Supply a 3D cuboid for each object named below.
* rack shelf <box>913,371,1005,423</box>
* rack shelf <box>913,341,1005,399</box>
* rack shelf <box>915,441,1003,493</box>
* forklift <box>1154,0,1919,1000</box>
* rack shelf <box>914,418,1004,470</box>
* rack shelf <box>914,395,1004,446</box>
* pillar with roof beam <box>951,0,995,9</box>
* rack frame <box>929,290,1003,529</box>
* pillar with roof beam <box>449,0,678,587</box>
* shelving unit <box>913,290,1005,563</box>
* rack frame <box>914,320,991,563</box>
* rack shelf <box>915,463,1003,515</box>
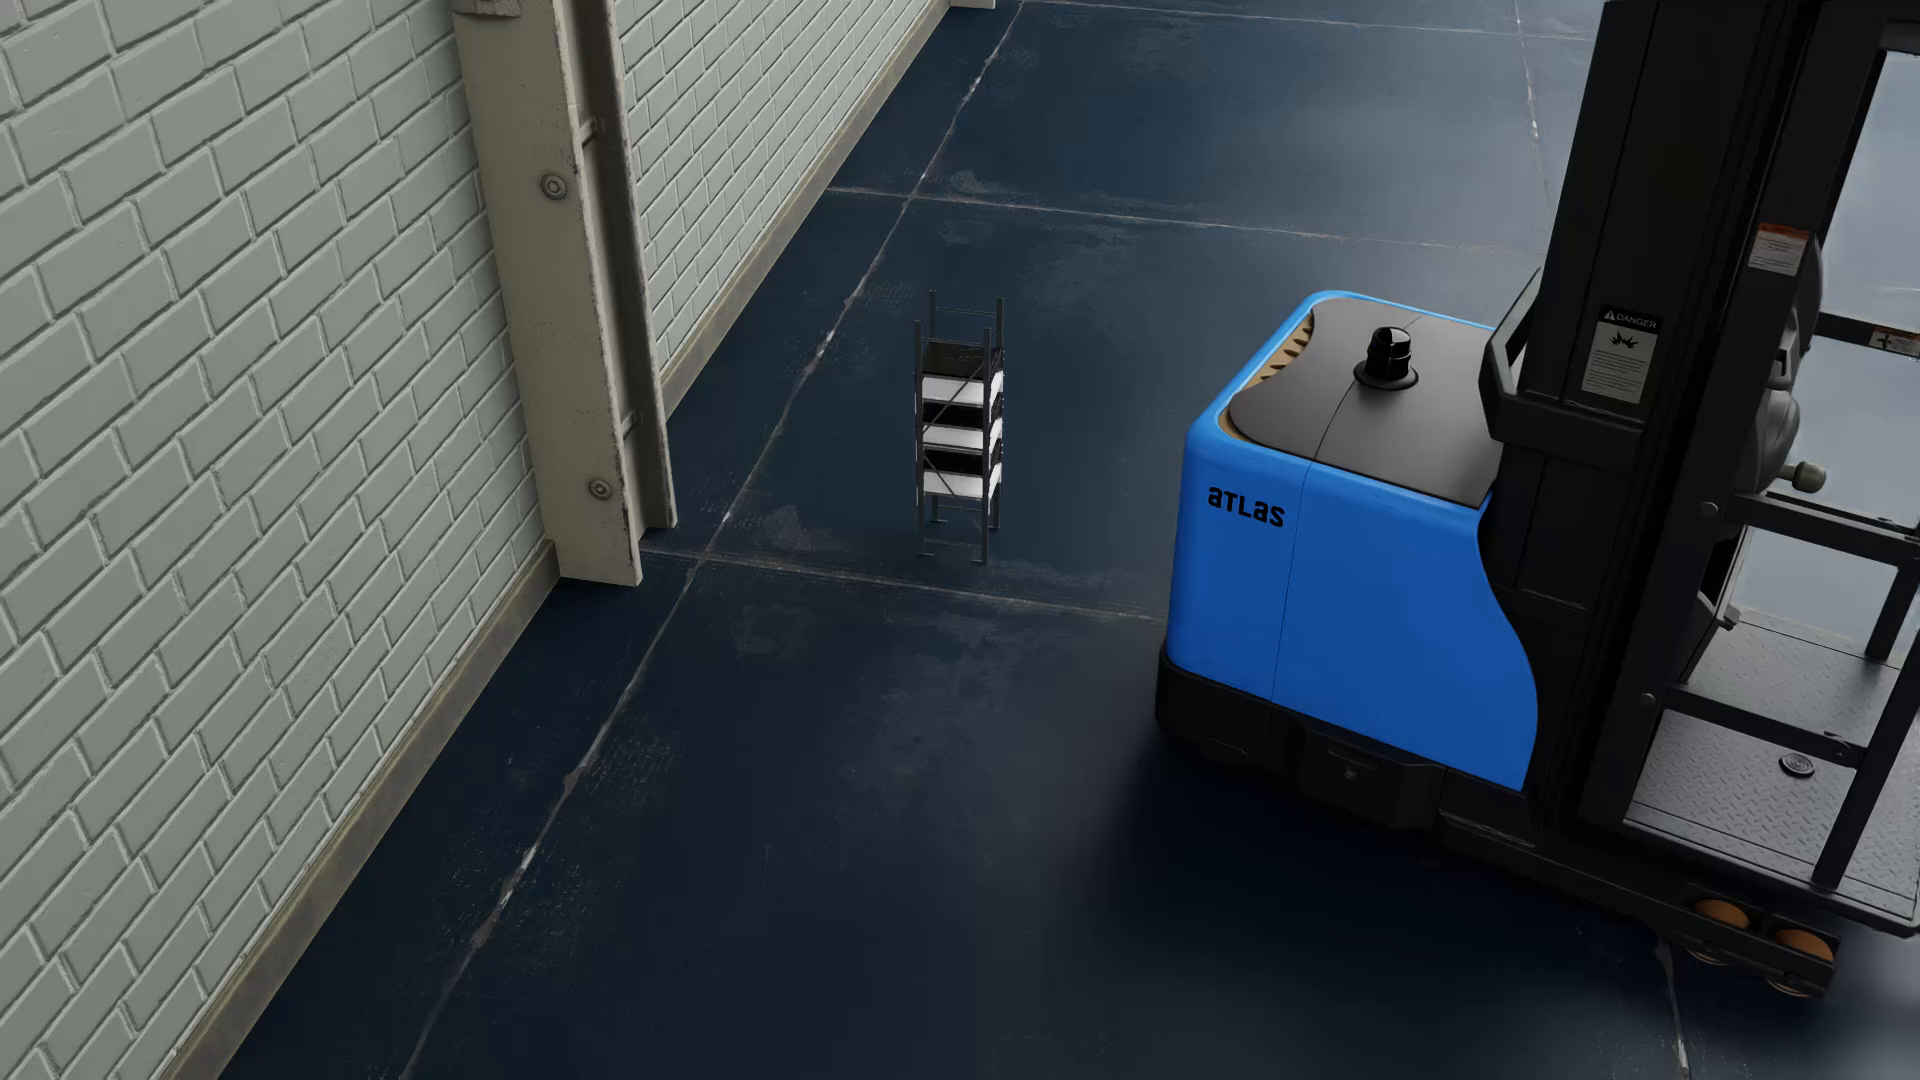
[{"bbox_3d":[-0.002,-0.478,5.393,0.258,0.077,0.200,7,37,10],"label":"rack shelf"},{"bbox_3d":[-0.002,-0.551,5.341,0.258,0.077,0.200,7,37,10],"label":"rack shelf"},{"bbox_3d":[-0.002,-0.260,5.552,0.258,0.077,0.200,7,37,10],"label":"rack shelf"},{"bbox_3d":[2.106,-0.402,3.808,3.031,2.935,1.130,19,40,24],"label":"forklift"},{"bbox_3d":[-0.002,-0.333,5.499,0.258,0.077,0.200,7,37,10],"label":"rack shelf"},{"bbox_3d":[-0.002,-0.406,5.446,0.258,0.077,0.200,7,37,10],"label":"rack shelf"},{"bbox_3d":[4.304,-6.521,7.080,9.100,9.000,0.400,7,37,10],"label":"pillar with roof beam"},{"bbox_3d":[0.020,-0.418,5.560,0.240,0.900,0.006,7,37,10],"label":"rack frame"},{"bbox_3d":[3.022,-3.082,2.334,9.100,9.000,0.400,7,37,10],"label":"pillar with roof beam"},{"bbox_3d":[-0.002,-0.360,5.479,0.258,0.900,0.210,7,37,10],"label":"shelving unit"},{"bbox_3d":[-0.023,-0.301,5.399,0.240,0.900,0.006,7,37,10],"label":"rack frame"},{"bbox_3d":[-0.002,-0.187,5.605,0.258,0.077,0.200,7,37,10],"label":"rack shelf"}]
